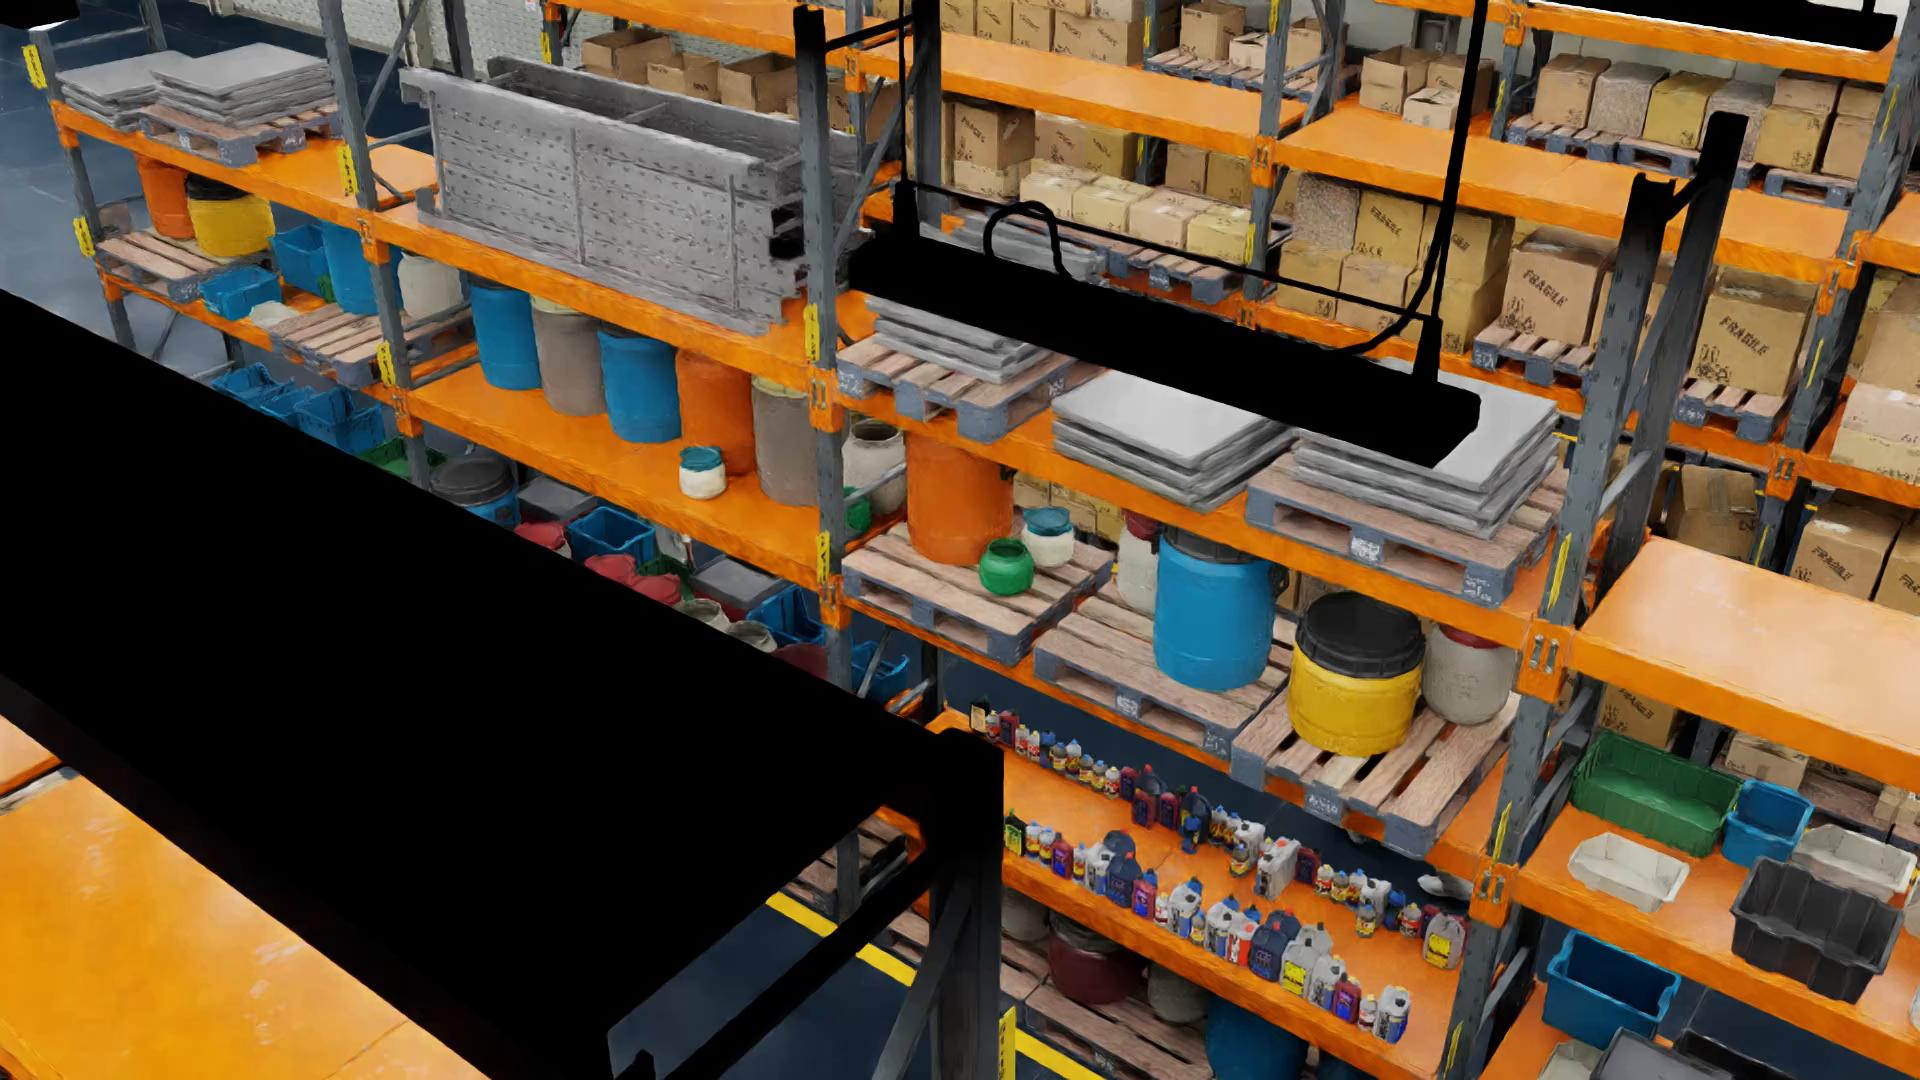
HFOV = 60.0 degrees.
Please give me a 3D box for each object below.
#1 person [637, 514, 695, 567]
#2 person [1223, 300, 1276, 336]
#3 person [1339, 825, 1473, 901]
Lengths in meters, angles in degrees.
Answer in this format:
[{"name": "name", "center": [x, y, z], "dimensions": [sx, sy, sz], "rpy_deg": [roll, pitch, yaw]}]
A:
[{"name": "person", "center": [-2.392, 0.153, 13.527], "dimensions": [0.422, 1.560, 0.845], "rpy_deg": [-18, 36, -27]}, {"name": "person", "center": [2.750, -1.525, 16.039], "dimensions": [0.640, 1.784, 0.504], "rpy_deg": [3, 32, 6]}, {"name": "person", "center": [2.999, 1.533, 11.105], "dimensions": [1.193, 1.700, 0.588], "rpy_deg": [20, 37, 30]}]
